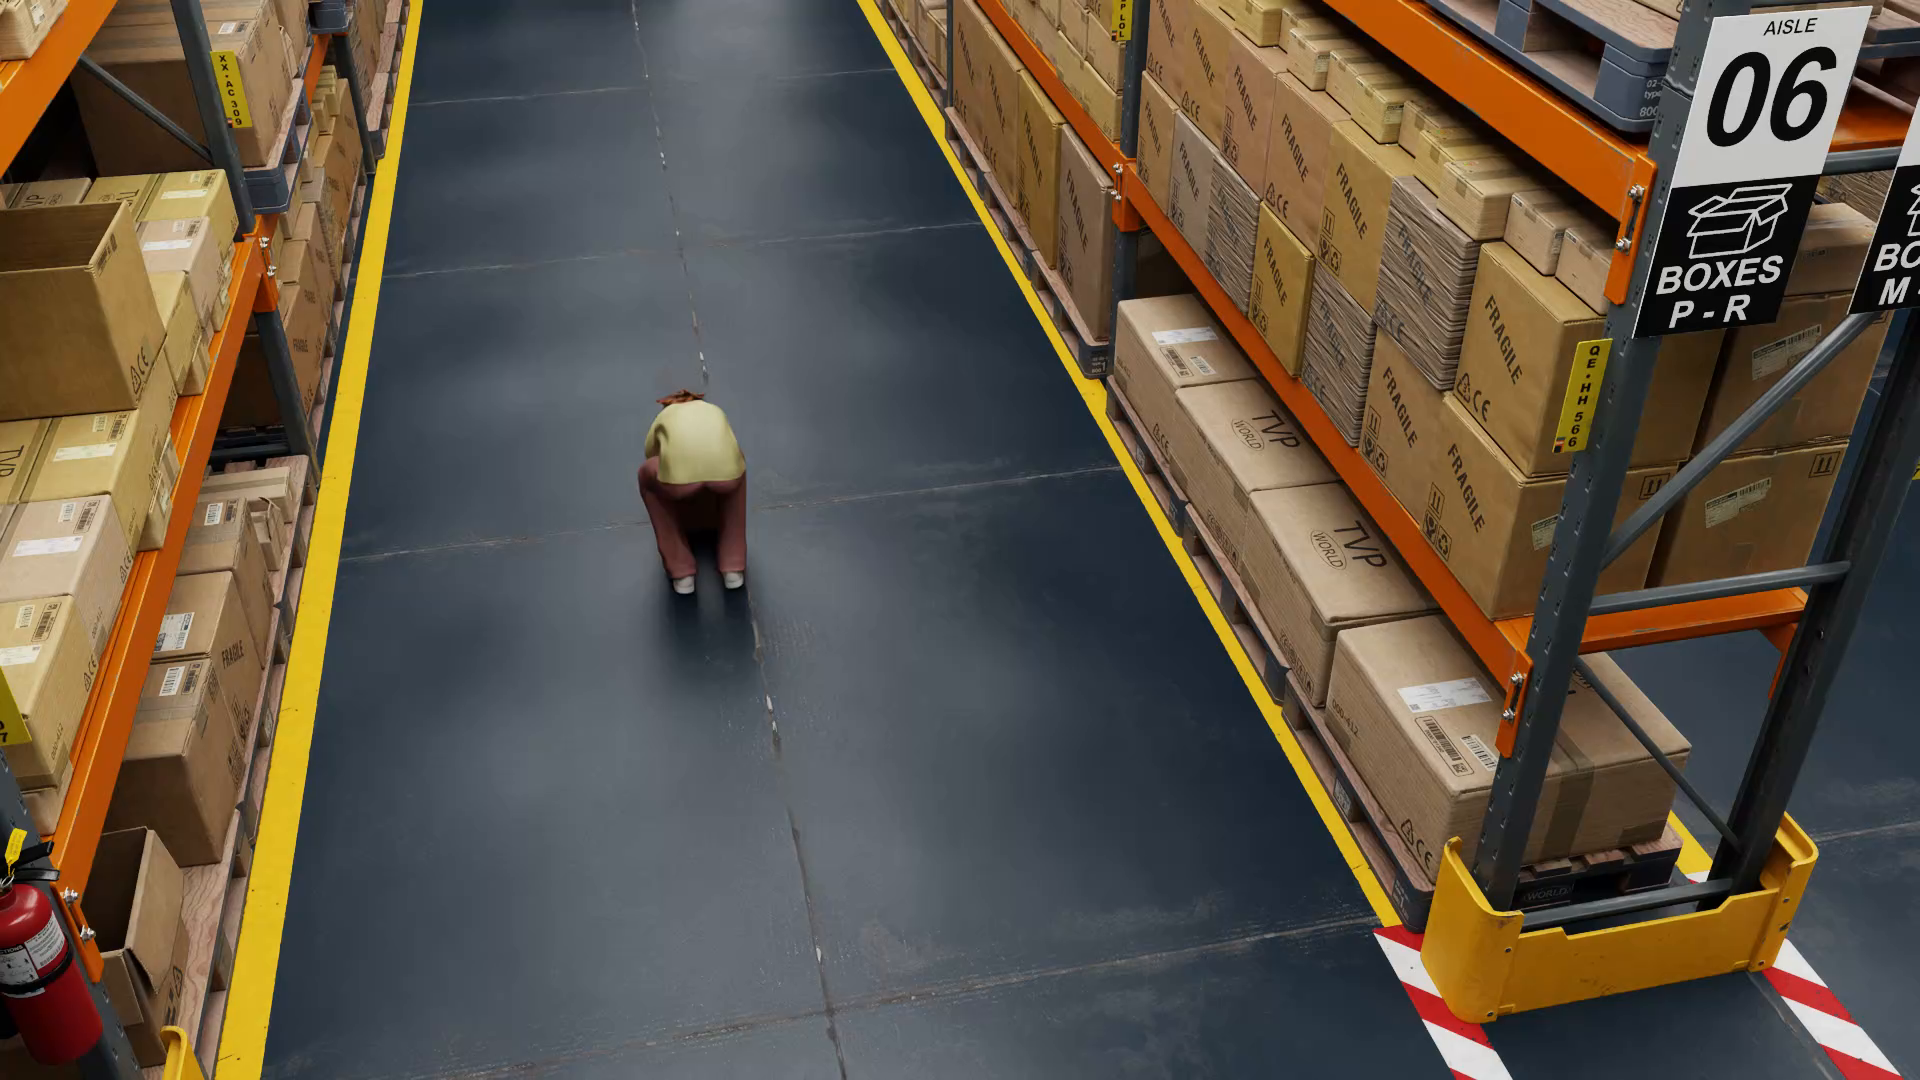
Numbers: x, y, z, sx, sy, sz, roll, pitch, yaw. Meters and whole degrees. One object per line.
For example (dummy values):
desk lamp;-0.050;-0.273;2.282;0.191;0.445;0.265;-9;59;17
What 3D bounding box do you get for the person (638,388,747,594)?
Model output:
person;-1.166;-0.263;7.286;0.476;0.835;0.855;-9;35;-12
